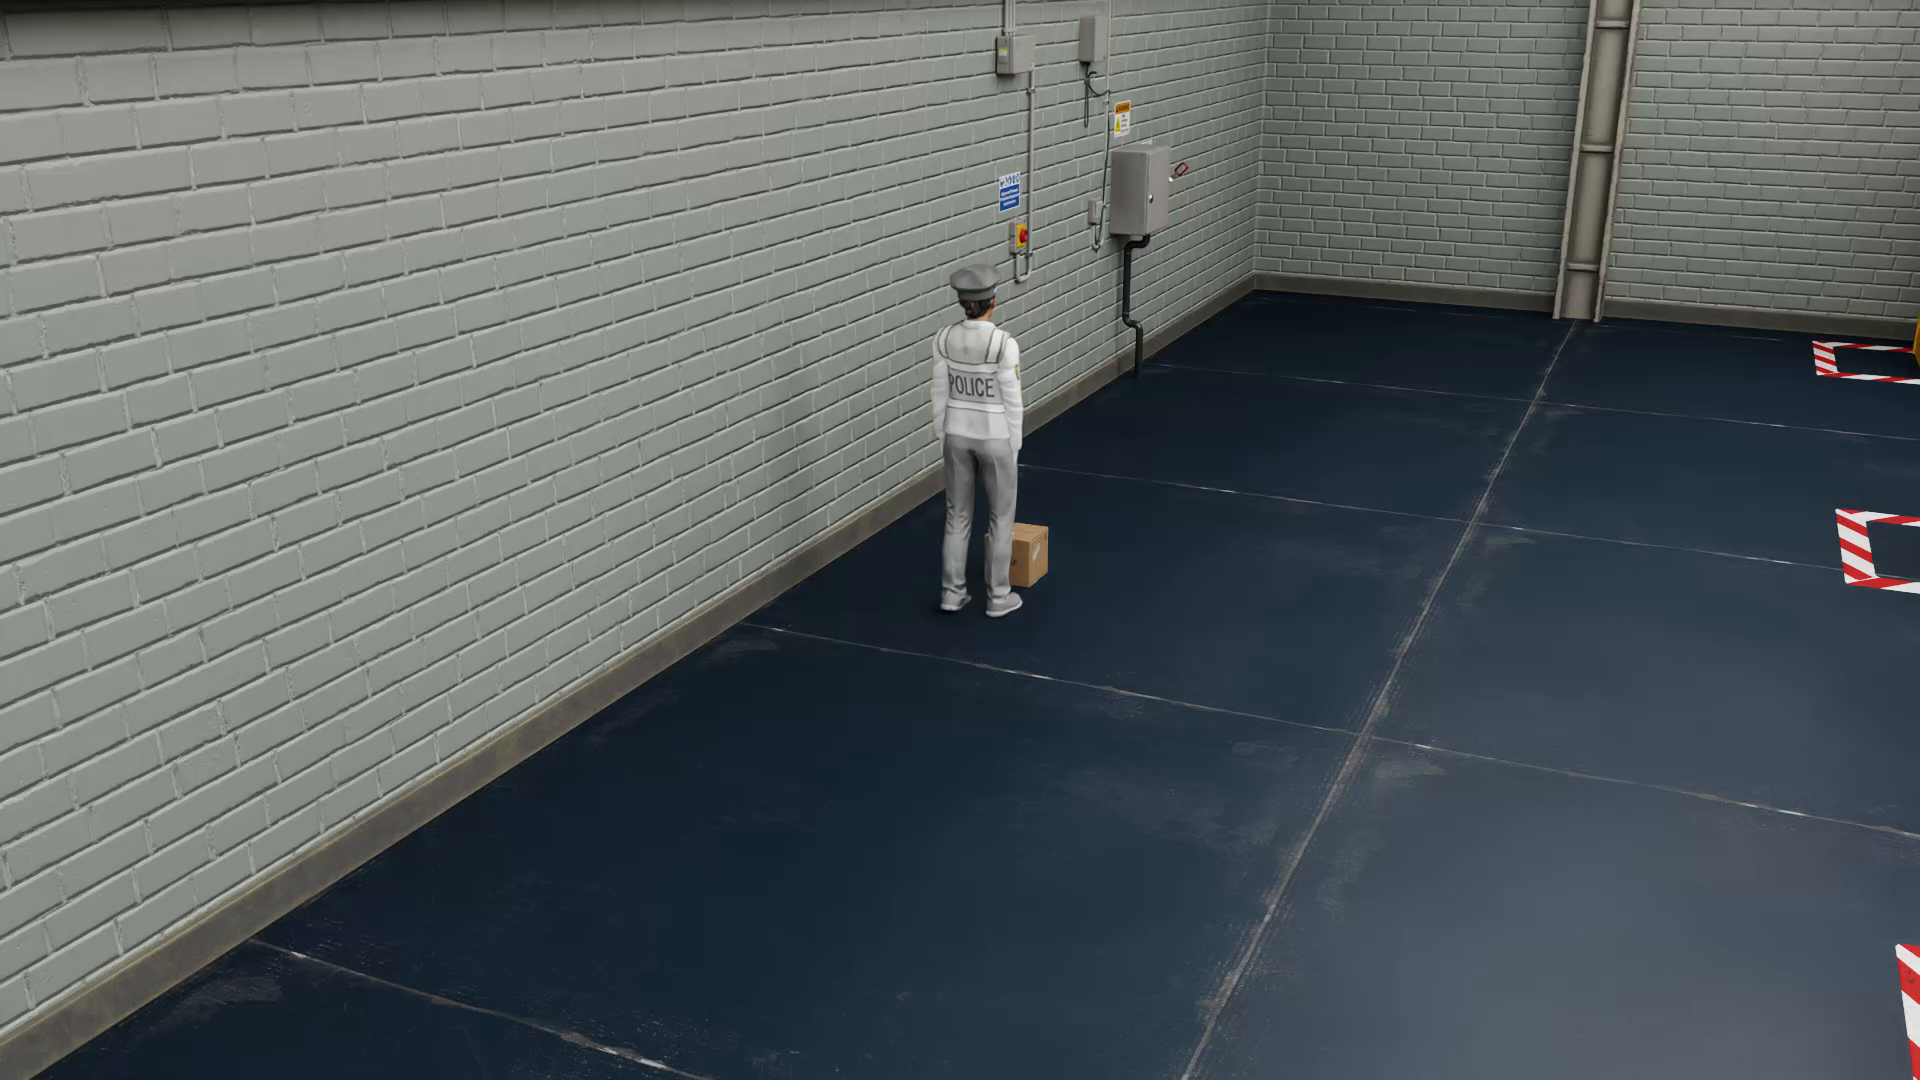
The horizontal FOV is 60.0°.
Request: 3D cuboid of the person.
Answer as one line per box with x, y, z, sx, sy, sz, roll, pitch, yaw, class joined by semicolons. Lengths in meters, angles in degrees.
0.089;-0.452;7.887;0.467;1.703;0.338;9;21;24;person
